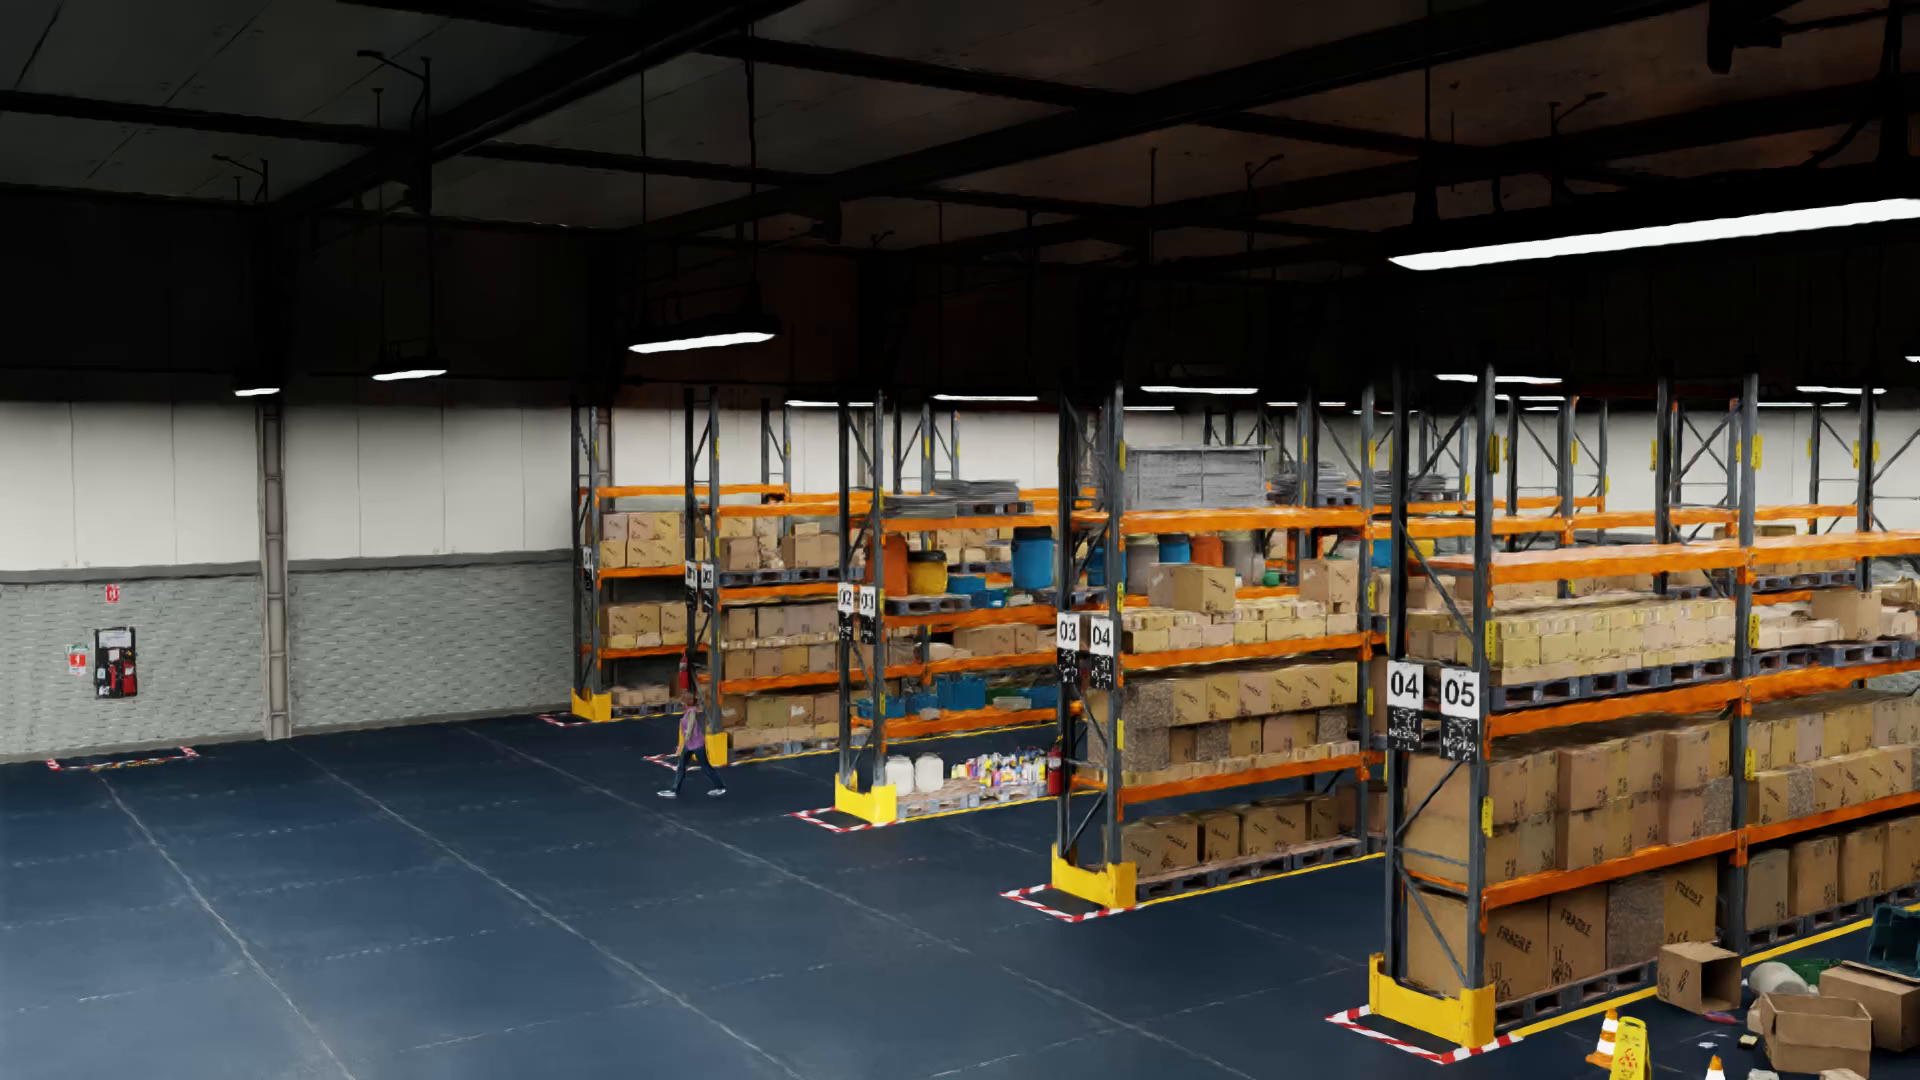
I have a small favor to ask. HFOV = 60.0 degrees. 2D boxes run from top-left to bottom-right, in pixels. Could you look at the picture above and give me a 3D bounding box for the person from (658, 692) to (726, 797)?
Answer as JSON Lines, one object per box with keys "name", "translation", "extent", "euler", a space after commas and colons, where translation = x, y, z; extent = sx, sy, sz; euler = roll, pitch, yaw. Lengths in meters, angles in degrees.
{"name": "person", "translation": [-3.848, 2.951, 23.928], "extent": [0.962, 1.519, 0.407], "euler": [-2, 4, -26]}
